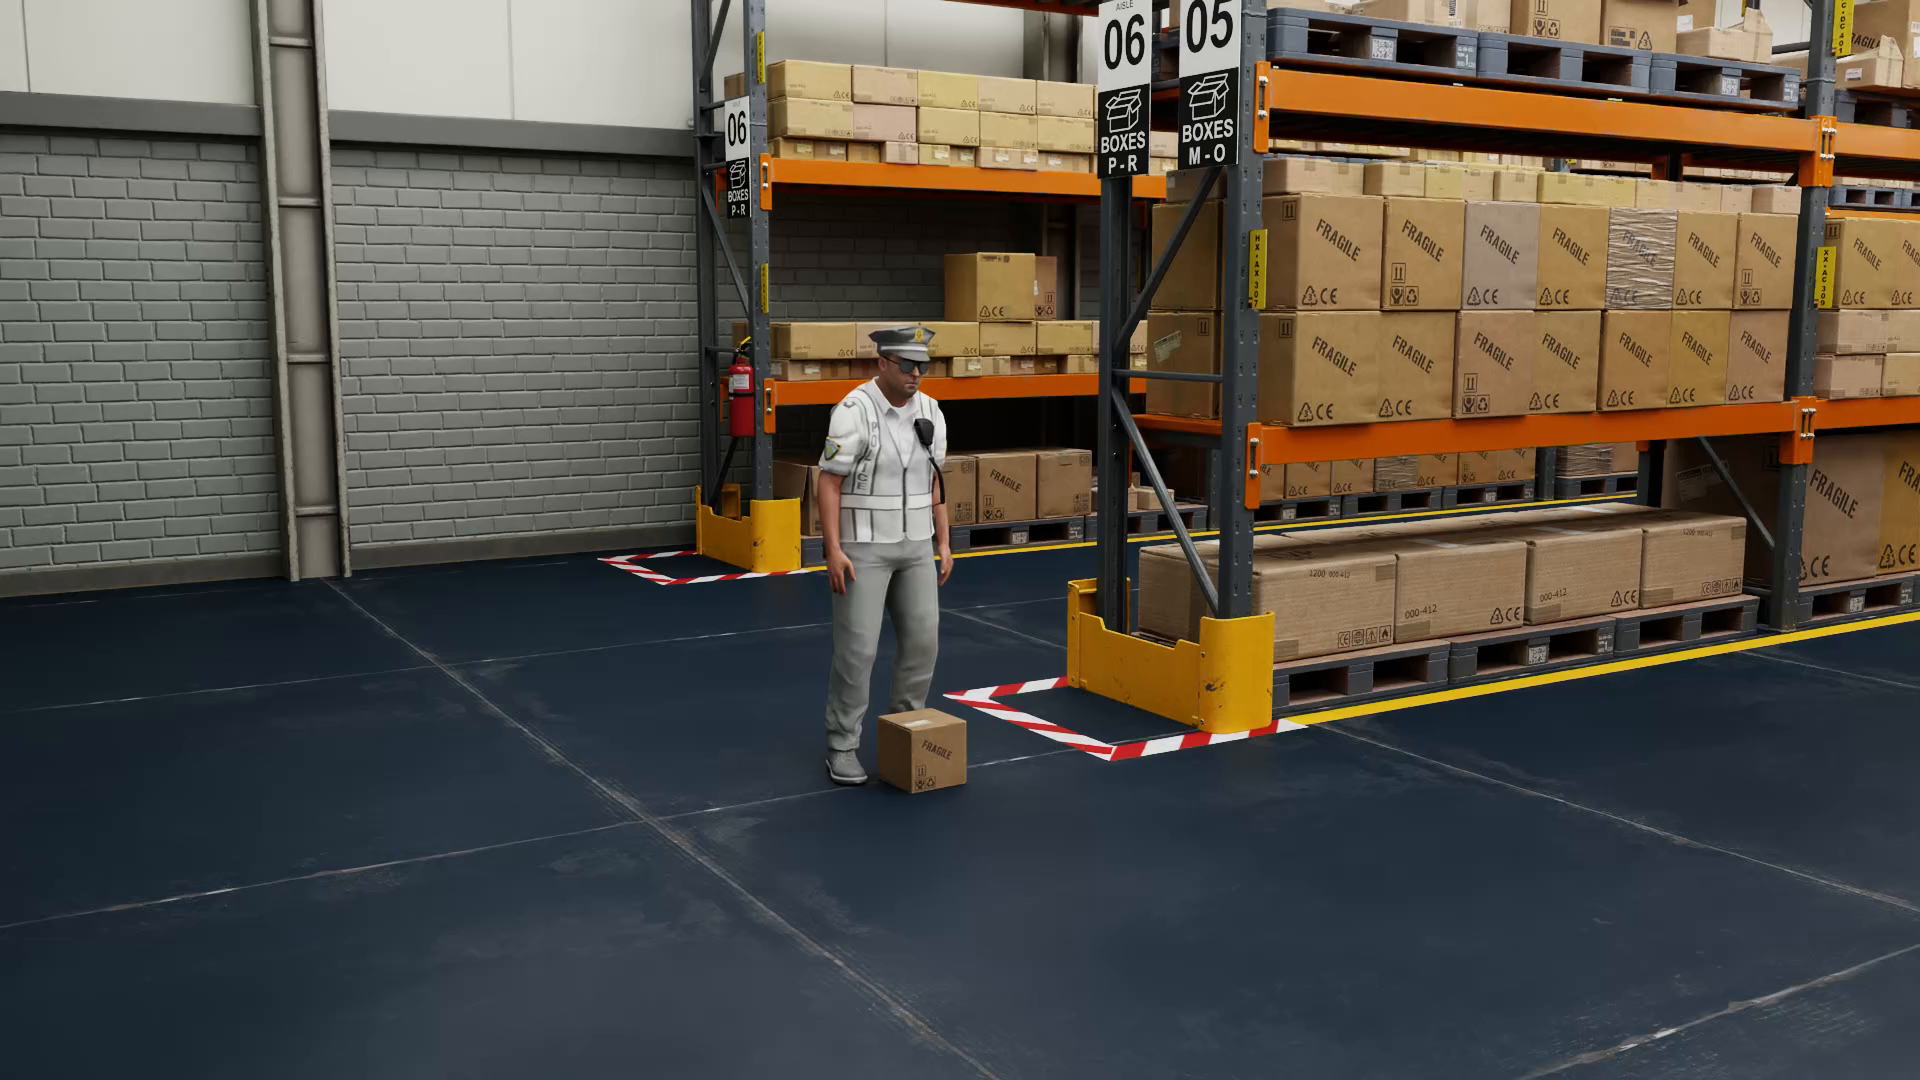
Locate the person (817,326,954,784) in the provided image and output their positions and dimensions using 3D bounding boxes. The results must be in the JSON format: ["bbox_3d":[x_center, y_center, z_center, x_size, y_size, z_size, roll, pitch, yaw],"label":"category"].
[{"bbox_3d":[-0.297,0.036,6.542,0.604,1.747,0.442,-6,10,-34],"label":"person"}]
